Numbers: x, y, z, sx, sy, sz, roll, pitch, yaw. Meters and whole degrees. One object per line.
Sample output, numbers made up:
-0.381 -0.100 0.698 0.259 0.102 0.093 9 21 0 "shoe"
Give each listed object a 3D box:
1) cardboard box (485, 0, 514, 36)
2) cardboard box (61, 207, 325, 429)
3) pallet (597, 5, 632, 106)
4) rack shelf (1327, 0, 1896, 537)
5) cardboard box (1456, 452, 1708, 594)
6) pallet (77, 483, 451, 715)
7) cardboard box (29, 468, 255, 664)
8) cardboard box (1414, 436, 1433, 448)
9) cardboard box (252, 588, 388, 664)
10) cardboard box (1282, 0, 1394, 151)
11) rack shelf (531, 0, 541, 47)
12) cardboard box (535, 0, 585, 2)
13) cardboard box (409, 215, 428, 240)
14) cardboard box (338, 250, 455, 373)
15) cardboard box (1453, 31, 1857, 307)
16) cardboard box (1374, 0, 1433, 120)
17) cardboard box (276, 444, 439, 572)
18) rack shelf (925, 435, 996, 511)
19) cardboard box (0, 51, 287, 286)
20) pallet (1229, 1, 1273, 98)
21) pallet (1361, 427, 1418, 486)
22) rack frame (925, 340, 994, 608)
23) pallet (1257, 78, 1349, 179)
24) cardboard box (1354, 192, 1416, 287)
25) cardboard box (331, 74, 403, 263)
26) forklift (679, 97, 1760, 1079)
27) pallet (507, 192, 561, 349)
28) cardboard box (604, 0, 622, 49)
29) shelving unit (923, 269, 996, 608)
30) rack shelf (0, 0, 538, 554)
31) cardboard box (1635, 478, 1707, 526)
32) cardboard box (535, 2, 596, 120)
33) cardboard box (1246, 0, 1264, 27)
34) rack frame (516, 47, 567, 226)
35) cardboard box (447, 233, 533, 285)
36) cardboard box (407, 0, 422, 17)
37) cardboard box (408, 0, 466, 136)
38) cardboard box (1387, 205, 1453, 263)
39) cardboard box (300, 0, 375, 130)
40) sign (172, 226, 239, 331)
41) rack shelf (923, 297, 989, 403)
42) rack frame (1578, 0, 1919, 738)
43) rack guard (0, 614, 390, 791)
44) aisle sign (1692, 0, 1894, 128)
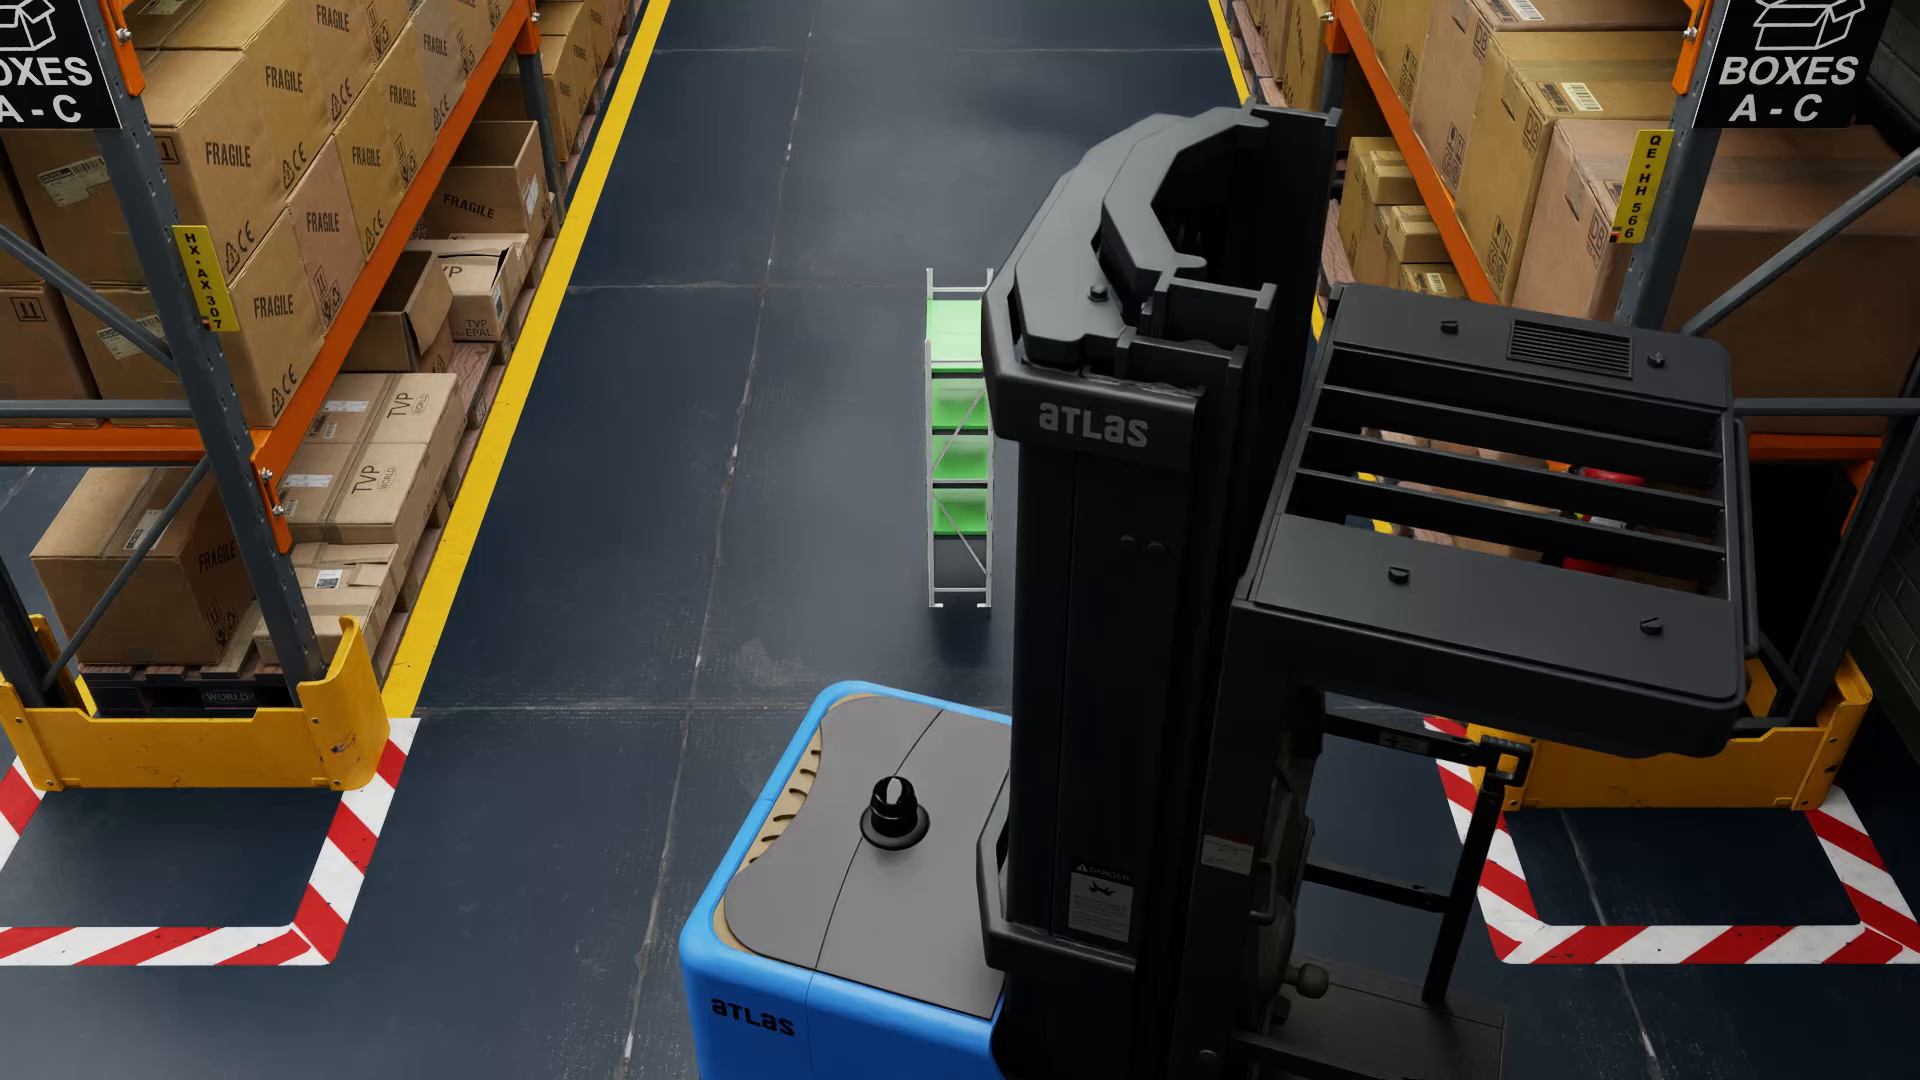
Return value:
-2.354 -2.602 7.518 0.500 0.500 0.500 1 39 1 "cardboard box"
-2.344 -0.690 5.133 0.500 0.500 0.500 1 39 1 "cardboard box"
-2.655 -3.060 10.400 1.003 0.211 1.213 0 39 0 "pallet"
2.344 -1.349 6.610 1.077 0.370 4.000 0 39 0 "rack shelf"
2.246 -0.006 6.021 0.700 0.500 0.500 0 39 0 "cardboard box"
-2.609 0.169 6.371 1.003 0.211 1.213 0 39 0 "pallet"
-2.854 0.090 5.886 0.500 0.500 0.500 0 39 0 "cardboard box"
2.244 -0.633 6.804 0.700 0.500 0.500 -1 39 -2 "cardboard box"
-2.264 0.305 5.898 0.380 0.149 0.250 0 39 0 "cardboard box"
2.211 -2.612 8.994 0.750 0.750 0.750 0 39 0 "cardboard box"
-2.614 -3.845 9.724 1.077 0.370 4.000 0 39 0 "rack shelf"
-2.370 -3.292 9.506 0.500 0.250 0.500 0 39 0 "cardboard box"
-2.827 -1.735 8.314 0.500 0.311 0.500 0 39 0 "cardboard box"
-2.604 -0.898 7.116 0.797 0.503 0.637 0 39 0 "cardboard box"
2.324 -1.270 5.697 0.980 0.700 0.700 0 39 0 "cardboard box"
2.322 -2.202 6.859 0.980 0.700 0.700 -1 39 -1 "cardboard box"
-2.324 -0.125 6.354 0.500 0.250 0.500 0 39 0 "cardboard box"
0.000 -0.315 6.286 0.258 0.148 0.480 0 39 0 "rack shelf"
-2.344 -1.080 4.820 0.500 0.500 0.500 1 39 1 "cardboard box"
2.262 -3.040 10.375 1.003 0.211 1.213 0 39 0 "pallet"
2.269 -0.552 7.270 1.003 0.211 1.213 0 39 0 "pallet"
0.000 -0.212 6.055 0.240 1.200 0.015 0 39 0 "rack frame"
2.266 -2.275 9.420 1.003 0.211 1.213 0 39 0 "pallet"
2.238 -1.287 7.621 0.700 0.500 0.500 0 39 -1 "cardboard box"
-2.347 -1.327 5.927 0.500 0.500 0.500 0 39 0 "cardboard box"
0.896 0.643 3.604 3.031 2.935 1.130 12 40 14 "forklift"
-2.612 -1.357 8.275 1.003 0.211 1.213 0 39 0 "pallet"
-2.373 -3.336 10.161 0.500 0.500 0.500 -1 39 -2 "cardboard box"
0.000 -0.365 6.246 0.258 1.200 0.503 0 39 0 "shelving unit"
-2.609 -1.344 6.603 1.077 0.370 4.000 0 39 0 "rack shelf"
2.446 -0.181 5.721 0.380 0.149 0.250 0 39 0 "cardboard box"
-2.380 -2.707 9.377 0.500 0.500 0.500 0 39 1 "cardboard box"
2.202 -3.699 10.351 0.750 0.750 0.750 0 39 0 "cardboard box"
-2.612 -2.875 7.939 1.000 3.000 0.127 0 39 0 "rack frame"
-2.267 -1.344 7.956 0.380 0.149 0.250 0 39 0 "cardboard box"
-2.348 -2.353 6.408 0.500 0.500 0.500 0 39 0 "cardboard box"
-2.350 -1.958 6.715 0.500 0.500 0.500 1 39 1 "cardboard box"
2.059 -1.314 7.135 0.380 0.149 0.250 -1 39 -1 "cardboard box"
-2.348 -1.720 5.618 0.500 0.500 0.500 0 39 1 "cardboard box"
-2.064 -0.712 4.547 0.100 0.325 0.005 0 39 0 "sign"
0.000 -0.689 5.985 0.258 0.148 0.480 0 39 0 "rack shelf"
2.347 -0.379 4.825 1.000 3.000 0.127 0 39 0 "rack frame"
-2.607 0.554 5.658 1.175 0.500 0.348 0 39 0 "rack guard"
2.047 -1.349 3.955 0.394 0.787 0.004 0 39 0 "aisle sign"
